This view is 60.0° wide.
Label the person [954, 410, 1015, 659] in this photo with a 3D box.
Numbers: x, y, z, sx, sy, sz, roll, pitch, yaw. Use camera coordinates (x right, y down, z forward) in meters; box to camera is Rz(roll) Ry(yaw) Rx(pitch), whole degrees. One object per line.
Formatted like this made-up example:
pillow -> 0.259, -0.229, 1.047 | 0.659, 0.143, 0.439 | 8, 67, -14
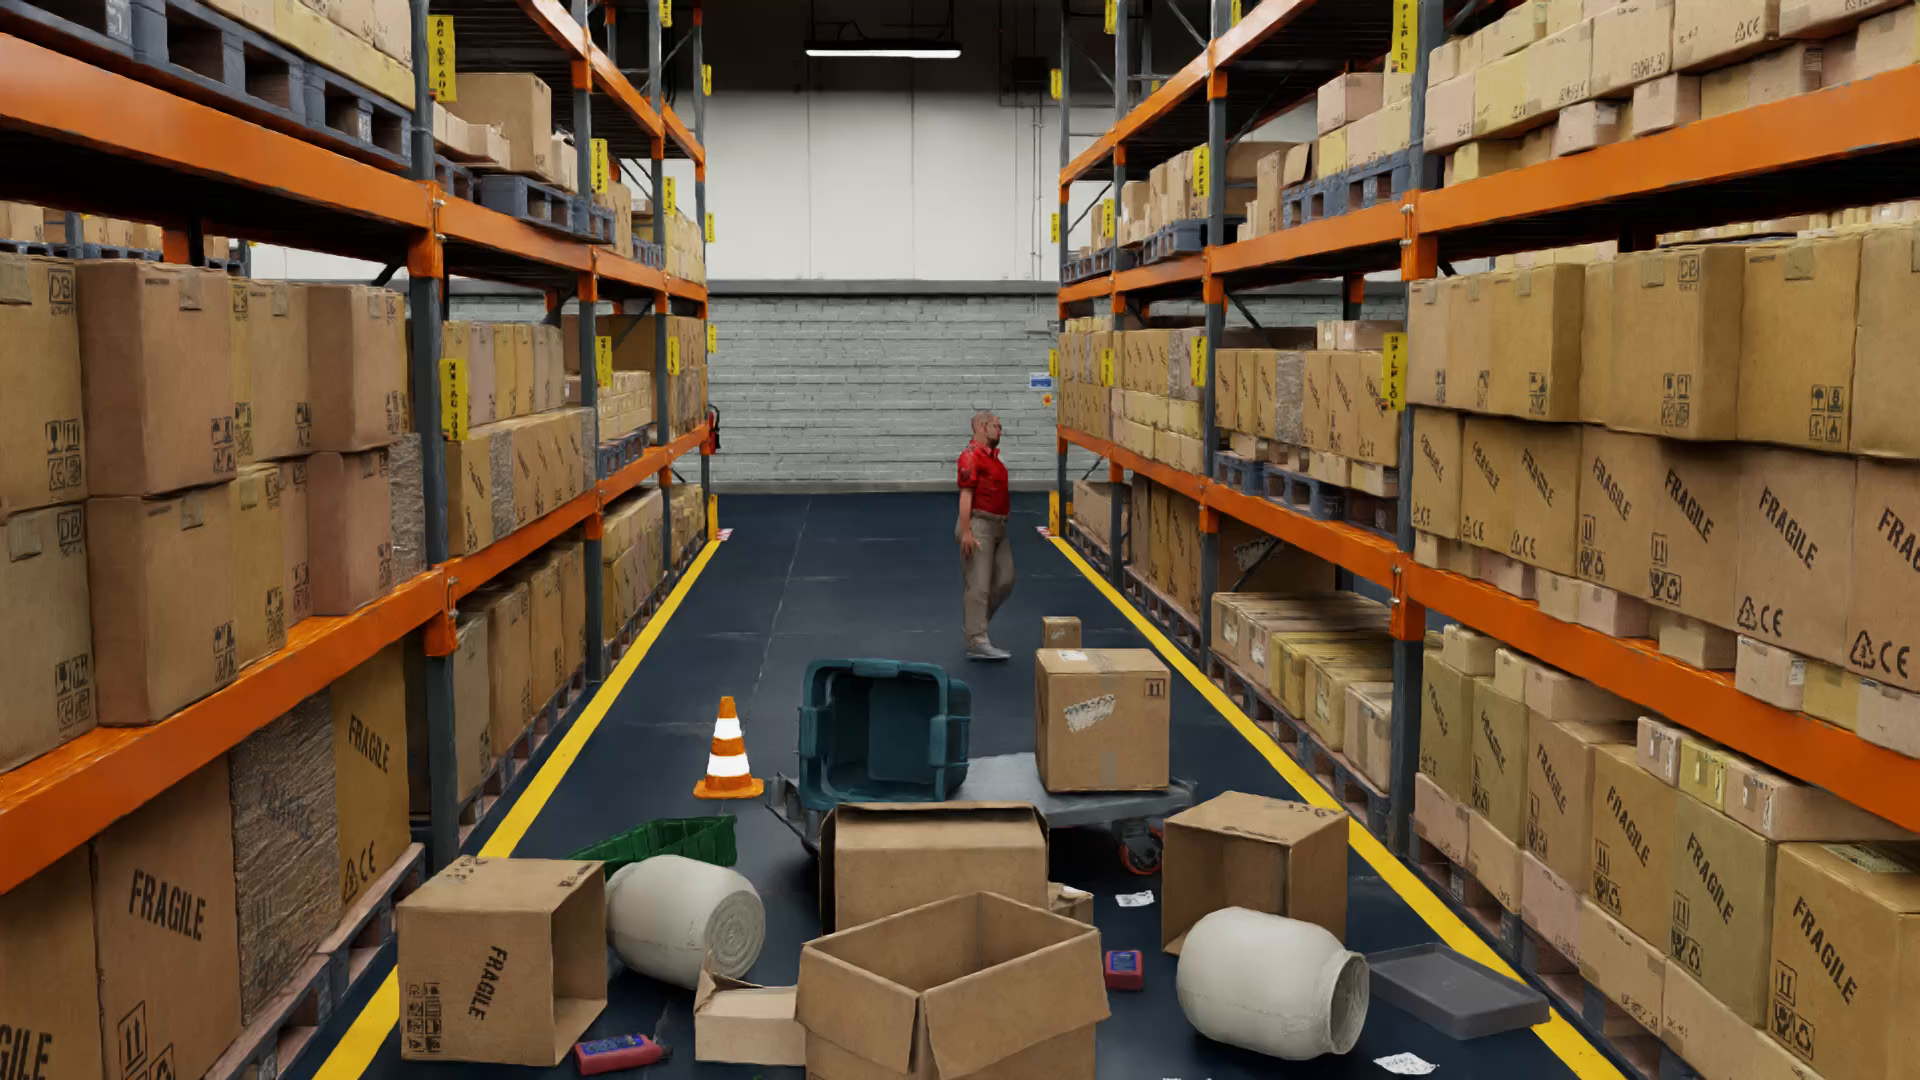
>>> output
person -> 0.178, -0.048, 11.700 | 0.516, 1.718, 0.603 | 3, 8, 25
